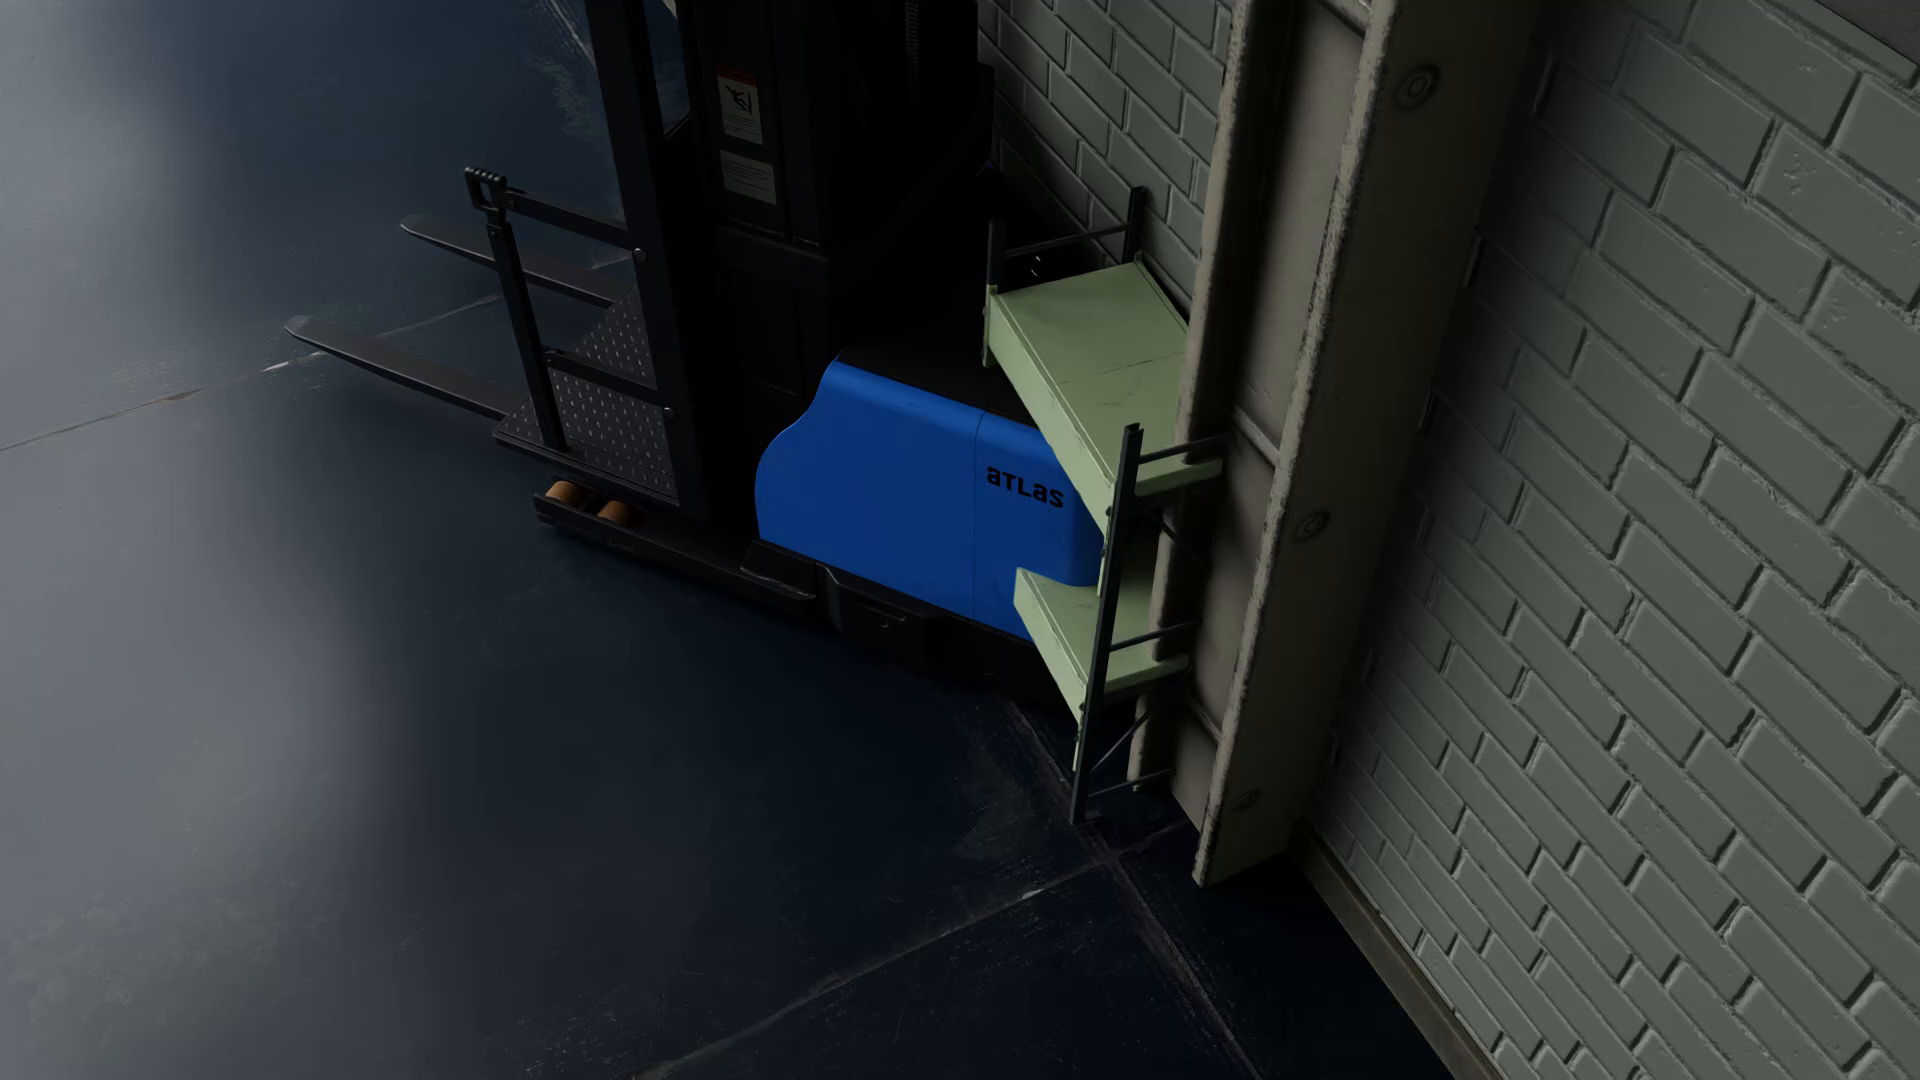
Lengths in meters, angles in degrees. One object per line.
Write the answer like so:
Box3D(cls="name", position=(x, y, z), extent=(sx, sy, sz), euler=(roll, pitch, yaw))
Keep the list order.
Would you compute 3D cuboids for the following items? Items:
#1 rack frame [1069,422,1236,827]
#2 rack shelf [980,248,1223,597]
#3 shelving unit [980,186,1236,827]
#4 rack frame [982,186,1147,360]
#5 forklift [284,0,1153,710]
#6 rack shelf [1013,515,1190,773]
Box3D(cls="rack frame", position=(0.508, 0.222, 4.032), extent=(0.400, 1.500, 0.023), euler=(-16, 51, -15))
Box3D(cls="rack shelf", position=(0.383, -0.294, 3.966), extent=(0.431, 0.370, 0.720), euler=(-16, 51, -15))
Box3D(cls="shelving unit", position=(0.372, -0.034, 4.256), extent=(0.431, 1.500, 0.755), euler=(-16, 51, -15))
Box3D(cls="rack frame", position=(0.237, -0.289, 4.480), extent=(0.400, 1.500, 0.023), euler=(-16, 51, -15))
Box3D(cls="forklift", position=(-0.766, -1.261, 4.406), extent=(3.031, 2.935, 1.130), euler=(20, 52, 17))
Box3D(cls="rack shelf", position=(0.363, 0.184, 4.499), extent=(0.431, 0.370, 0.720), euler=(-16, 51, -15))
